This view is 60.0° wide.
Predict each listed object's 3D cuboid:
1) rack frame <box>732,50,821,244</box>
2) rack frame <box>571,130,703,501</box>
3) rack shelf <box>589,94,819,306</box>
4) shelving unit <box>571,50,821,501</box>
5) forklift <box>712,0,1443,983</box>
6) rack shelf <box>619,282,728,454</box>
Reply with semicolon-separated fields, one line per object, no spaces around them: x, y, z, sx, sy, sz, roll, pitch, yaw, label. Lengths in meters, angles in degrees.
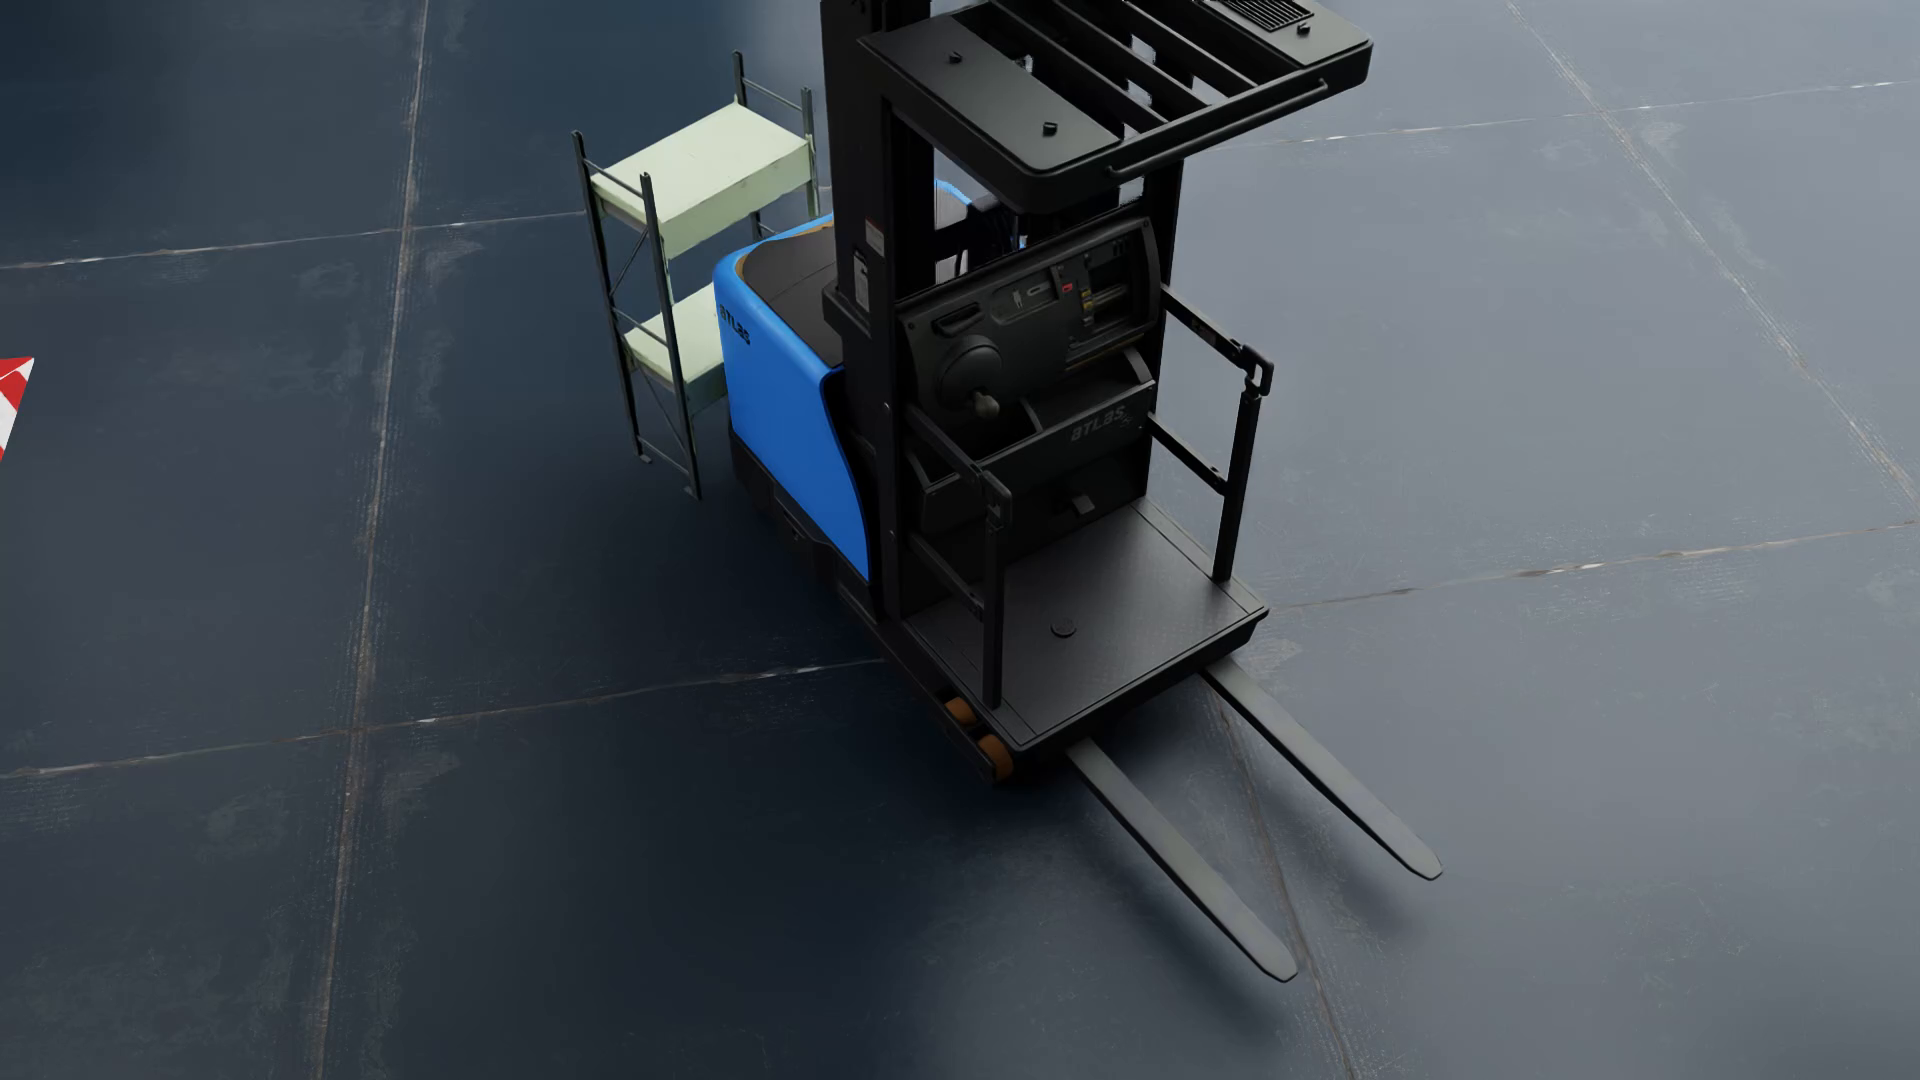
-0.677;-1.166;6.514;0.400;1.500;0.023;34;55;29;rack frame
-1.177;-0.781;6.143;0.400;1.500;0.023;34;55;29;rack frame
-0.928;-1.245;6.049;0.431;0.370;0.720;34;55;29;rack shelf
-0.927;-0.974;6.329;0.431;1.500;0.755;34;55;29;shelving unit
0.357;-0.595;4.972;1.130;2.935;3.031;-27;52;-23;forklift
-0.926;-0.747;6.563;0.431;0.370;0.720;34;55;29;rack shelf
